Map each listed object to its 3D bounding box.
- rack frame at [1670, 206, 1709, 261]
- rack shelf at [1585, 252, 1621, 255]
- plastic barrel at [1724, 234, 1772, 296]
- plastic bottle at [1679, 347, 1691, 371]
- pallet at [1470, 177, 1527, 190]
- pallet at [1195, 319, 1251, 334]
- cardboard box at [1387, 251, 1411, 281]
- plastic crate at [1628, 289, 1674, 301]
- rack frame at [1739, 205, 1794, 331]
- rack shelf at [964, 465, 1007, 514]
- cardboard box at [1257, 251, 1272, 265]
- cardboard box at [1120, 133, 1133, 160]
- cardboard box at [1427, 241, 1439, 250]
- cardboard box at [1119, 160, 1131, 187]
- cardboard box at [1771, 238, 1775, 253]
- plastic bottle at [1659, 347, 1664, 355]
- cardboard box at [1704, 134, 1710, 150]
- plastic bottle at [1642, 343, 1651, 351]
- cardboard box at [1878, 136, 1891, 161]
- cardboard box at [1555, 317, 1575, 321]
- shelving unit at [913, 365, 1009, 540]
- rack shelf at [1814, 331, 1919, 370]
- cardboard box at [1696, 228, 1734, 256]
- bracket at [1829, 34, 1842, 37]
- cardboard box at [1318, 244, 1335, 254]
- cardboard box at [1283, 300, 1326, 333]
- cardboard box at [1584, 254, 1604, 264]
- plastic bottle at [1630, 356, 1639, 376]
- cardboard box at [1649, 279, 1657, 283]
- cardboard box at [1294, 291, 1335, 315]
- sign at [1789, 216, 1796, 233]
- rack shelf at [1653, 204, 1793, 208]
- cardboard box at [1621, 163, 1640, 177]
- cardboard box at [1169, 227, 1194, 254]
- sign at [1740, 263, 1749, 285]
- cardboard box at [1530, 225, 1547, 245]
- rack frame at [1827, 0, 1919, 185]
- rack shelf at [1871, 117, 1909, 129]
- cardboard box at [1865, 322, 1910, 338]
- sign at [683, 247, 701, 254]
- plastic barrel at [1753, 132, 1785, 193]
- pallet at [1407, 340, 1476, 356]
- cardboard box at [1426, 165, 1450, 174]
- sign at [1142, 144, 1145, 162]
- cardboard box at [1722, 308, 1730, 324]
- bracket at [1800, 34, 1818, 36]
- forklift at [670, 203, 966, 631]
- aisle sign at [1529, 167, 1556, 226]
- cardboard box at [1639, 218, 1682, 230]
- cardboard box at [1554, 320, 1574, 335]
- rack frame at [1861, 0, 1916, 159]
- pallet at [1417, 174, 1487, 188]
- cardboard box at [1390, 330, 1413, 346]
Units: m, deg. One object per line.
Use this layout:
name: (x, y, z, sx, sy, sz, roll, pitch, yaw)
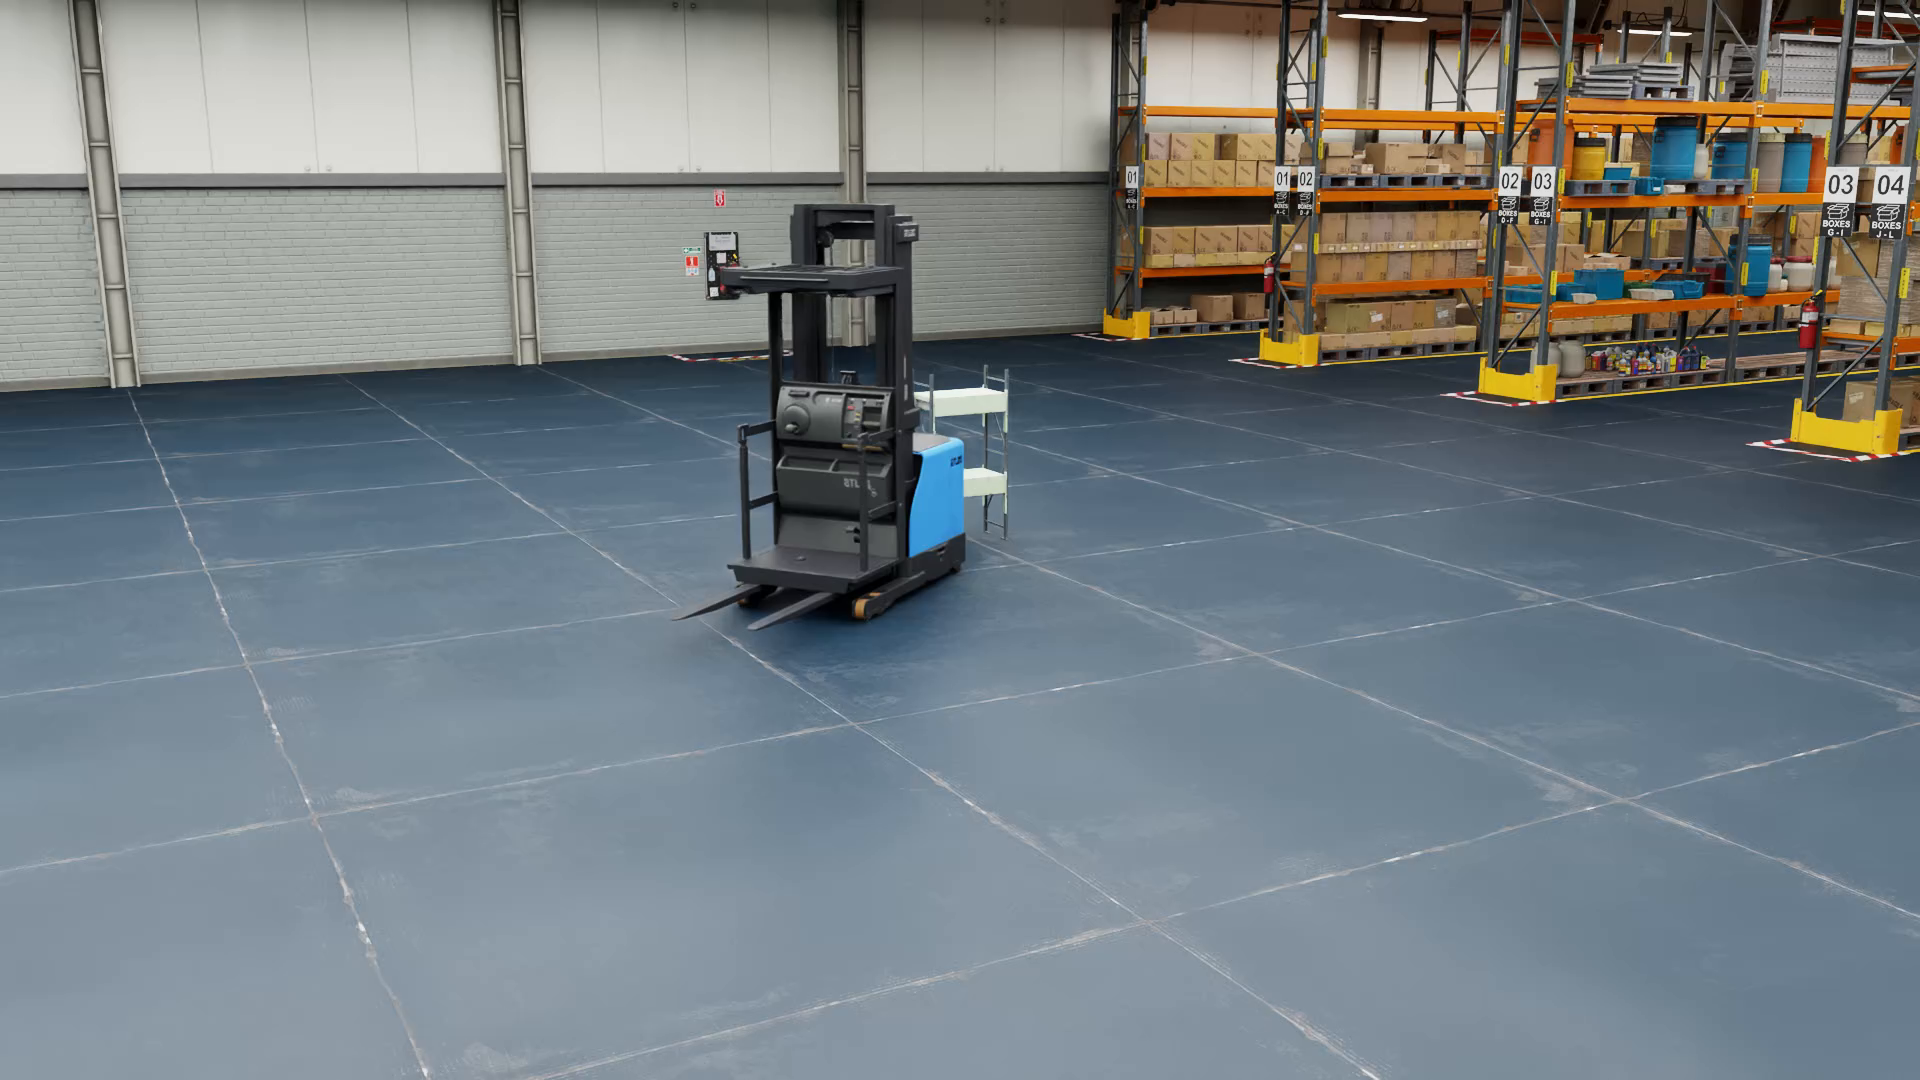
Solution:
rack frame: (17.193, -7.097, 39.314, 0.127, 3.000, 1.000, -7, 14, -28)
rack shelf: (15.437, -6.536, 38.458, 4.000, 0.370, 1.077, -7, 14, -28)
plastic barrel: (11.891, -4.152, 25.087, 0.708, 0.901, 0.600, -7, 14, -28)
plastic bottle: (10.811, -2.704, 24.825, 0.185, 0.351, 0.144, -8, 15, -31)
pallet: (9.805, -6.346, 29.579, 1.217, 0.209, 0.805, -8, 15, -30)
pallet: (5.015, -4.268, 33.092, 1.213, 0.211, 1.003, -7, 14, -28)
cardboard box: (7.299, -4.719, 28.516, 0.500, 0.500, 0.700, -6, 14, -26)
plastic crate: (10.103, -3.577, 24.273, 0.437, 0.136, 0.530, -7, 14, -28)
rack frame: (16.059, -5.722, 33.204, 0.127, 3.000, 1.000, -7, 14, -28)
rack shelf: (-0.006, -0.413, 14.513, 0.720, 0.370, 0.431, -7, 14, -28)
cardboard box: (5.948, -5.612, 33.012, 0.500, 0.250, 0.500, -7, 14, -28)
cardboard box: (3.402, -7.520, 31.807, 0.500, 0.500, 0.500, -6, 14, -25)
cardboard box: (8.007, -5.069, 28.597, 0.250, 0.149, 0.380, -7, 14, -28)
cardboard box: (3.394, -7.029, 31.904, 0.500, 0.500, 0.500, -6, 14, -24)
cardboard box: (16.374, -5.873, 33.646, 0.500, 0.500, 0.500, -7, 14, -27)
plastic bottle: (10.698, -2.806, 25.431, 0.133, 0.283, 0.061, -7, 14, -28)
cardboard box: (13.829, -7.453, 31.559, 0.500, 0.500, 0.500, -7, 14, -28)
plastic bottle: (10.499, -2.843, 25.441, 0.185, 0.351, 0.144, -6, 14, -26)
cardboard box: (18.647, -8.049, 34.208, 0.500, 0.500, 0.700, -7, 14, -28)
cardboard box: (10.868, -4.175, 30.358, 0.500, 0.311, 0.500, -6, 14, -26)
shelving unit: (-0.006, -0.731, 14.441, 0.755, 1.500, 0.431, -7, 14, -28)
rack shelf: (12.025, -2.410, 20.123, 4.000, 0.370, 1.077, -7, 14, -28)
cardboard box: (14.537, -5.778, 32.268, 0.500, 0.500, 0.700, -12, 17, -42)
bracket: (21.763, -12.455, 41.260, 0.430, 0.232, 0.235, -7, 14, -28)
cardboard box: (5.973, -4.825, 27.511, 0.250, 0.149, 0.380, -7, 14, -28)
cardboard box: (5.854, -3.803, 28.273, 0.500, 0.500, 0.500, -7, 14, -28)
cardboard box: (11.670, -5.201, 31.091, 0.500, 0.311, 0.500, -7, 14, -29)
plastic bottle: (9.844, -2.545, 24.271, 0.133, 0.283, 0.061, -7, 14, -27)
cardboard box: (15.746, -5.884, 38.659, 0.500, 0.500, 0.700, -7, 15, -30)
cardboard box: (7.298, -4.911, 34.289, 0.500, 0.500, 0.700, -6, 14, -26)
sign: (16.328, -6.180, 32.603, 0.005, 0.325, 0.100, -7, 14, -28)
rack shelf: (14.303, -6.624, 32.018, 4.000, 0.370, 1.077, -7, 14, -28)
cardboard box: (12.176, -6.838, 30.714, 0.500, 0.250, 0.500, -8, 15, -32)
cardboard box: (4.151, -5.759, 31.954, 0.500, 0.500, 0.500, -7, 14, -28)
sign: (11.661, -3.953, 24.714, 0.005, 0.325, 0.100, -7, 14, -28)
cardboard box: (12.509, -6.676, 36.492, 0.500, 0.500, 0.500, -7, 14, -28)
rack frame: (10.269, -5.477, 18.451, 0.127, 3.000, 1.000, -7, 14, -28)
rack shelf: (16.673, -6.938, 27.489, 4.000, 0.370, 1.077, -7, 14, -28)
cardboard box: (10.633, -2.412, 19.066, 0.250, 0.149, 0.380, -7, 14, -28)
sign: (-4.631, -5.007, 28.737, 0.331, 0.109, 0.001, -7, 14, -28)
plastic barrel: (12.323, -5.798, 25.565, 0.600, 0.901, 0.600, 0, 13, 0)
pallet: (8.319, -3.445, 29.434, 1.213, 0.211, 1.003, -7, 14, -28)
cardboard box: (8.109, -6.315, 28.303, 0.250, 0.149, 0.380, -7, 14, -28)
sign: (3.409, -7.199, 30.944, 0.005, 0.325, 0.100, -7, 14, -28)
cardboard box: (14.884, -4.507, 32.496, 0.500, 0.500, 0.500, -7, 14, -27)
bracket: (21.244, -12.393, 40.984, 3.189, 0.066, 0.076, -7, 14, -28)
forklift: (-1.028, -0.952, 12.165, 1.130, 2.935, 3.031, 6, 14, 24)
aisle sign: (7.973, -4.709, 22.781, 0.004, 0.787, 0.394, -7, 14, -28)
cardboard box: (16.117, -7.109, 38.684, 0.700, 0.700, 0.980, -7, 14, -28)
cardboard box: (10.859, -3.901, 30.415, 0.500, 0.250, 0.500, -7, 14, -27)
rack frame: (14.918, -7.273, 26.432, 0.127, 3.000, 1.000, -7, 14, -28)
pallet: (8.300, -6.206, 28.723, 1.213, 0.211, 1.003, -7, 14, -28)
cardboard box: (7.420, -3.494, 28.610, 0.500, 0.250, 0.500, -7, 14, -28)
